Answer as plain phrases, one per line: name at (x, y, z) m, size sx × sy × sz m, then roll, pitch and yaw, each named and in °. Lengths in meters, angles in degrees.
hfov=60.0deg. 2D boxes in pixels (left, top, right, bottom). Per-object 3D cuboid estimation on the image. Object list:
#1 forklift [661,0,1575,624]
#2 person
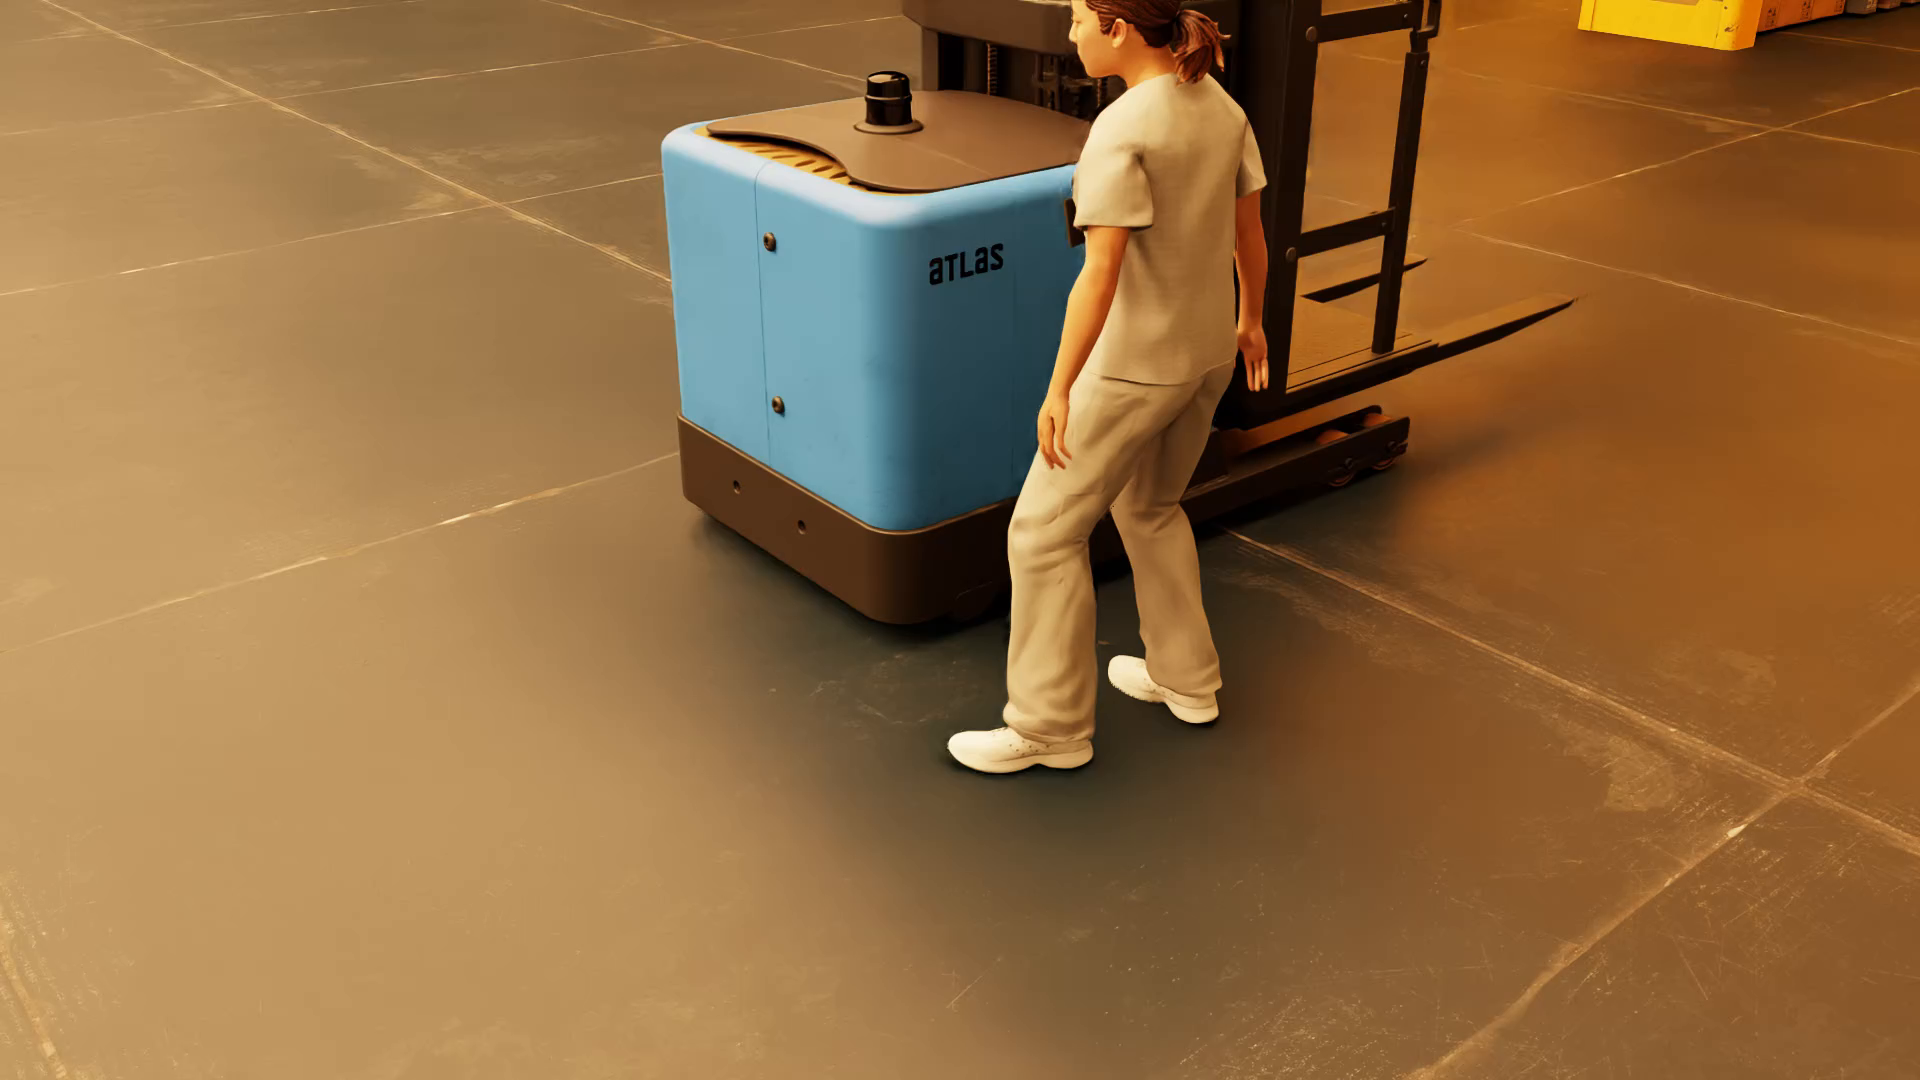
forklift at (0.701, -1.630, 4.489) m, size 3.031 × 2.935 × 1.130 m, roll -20°, pitch 32°, yaw -34°
person at (0.348, -0.328, 3.345) m, size 0.369 × 1.626 × 0.768 m, roll 20°, pitch 33°, yaw 35°
